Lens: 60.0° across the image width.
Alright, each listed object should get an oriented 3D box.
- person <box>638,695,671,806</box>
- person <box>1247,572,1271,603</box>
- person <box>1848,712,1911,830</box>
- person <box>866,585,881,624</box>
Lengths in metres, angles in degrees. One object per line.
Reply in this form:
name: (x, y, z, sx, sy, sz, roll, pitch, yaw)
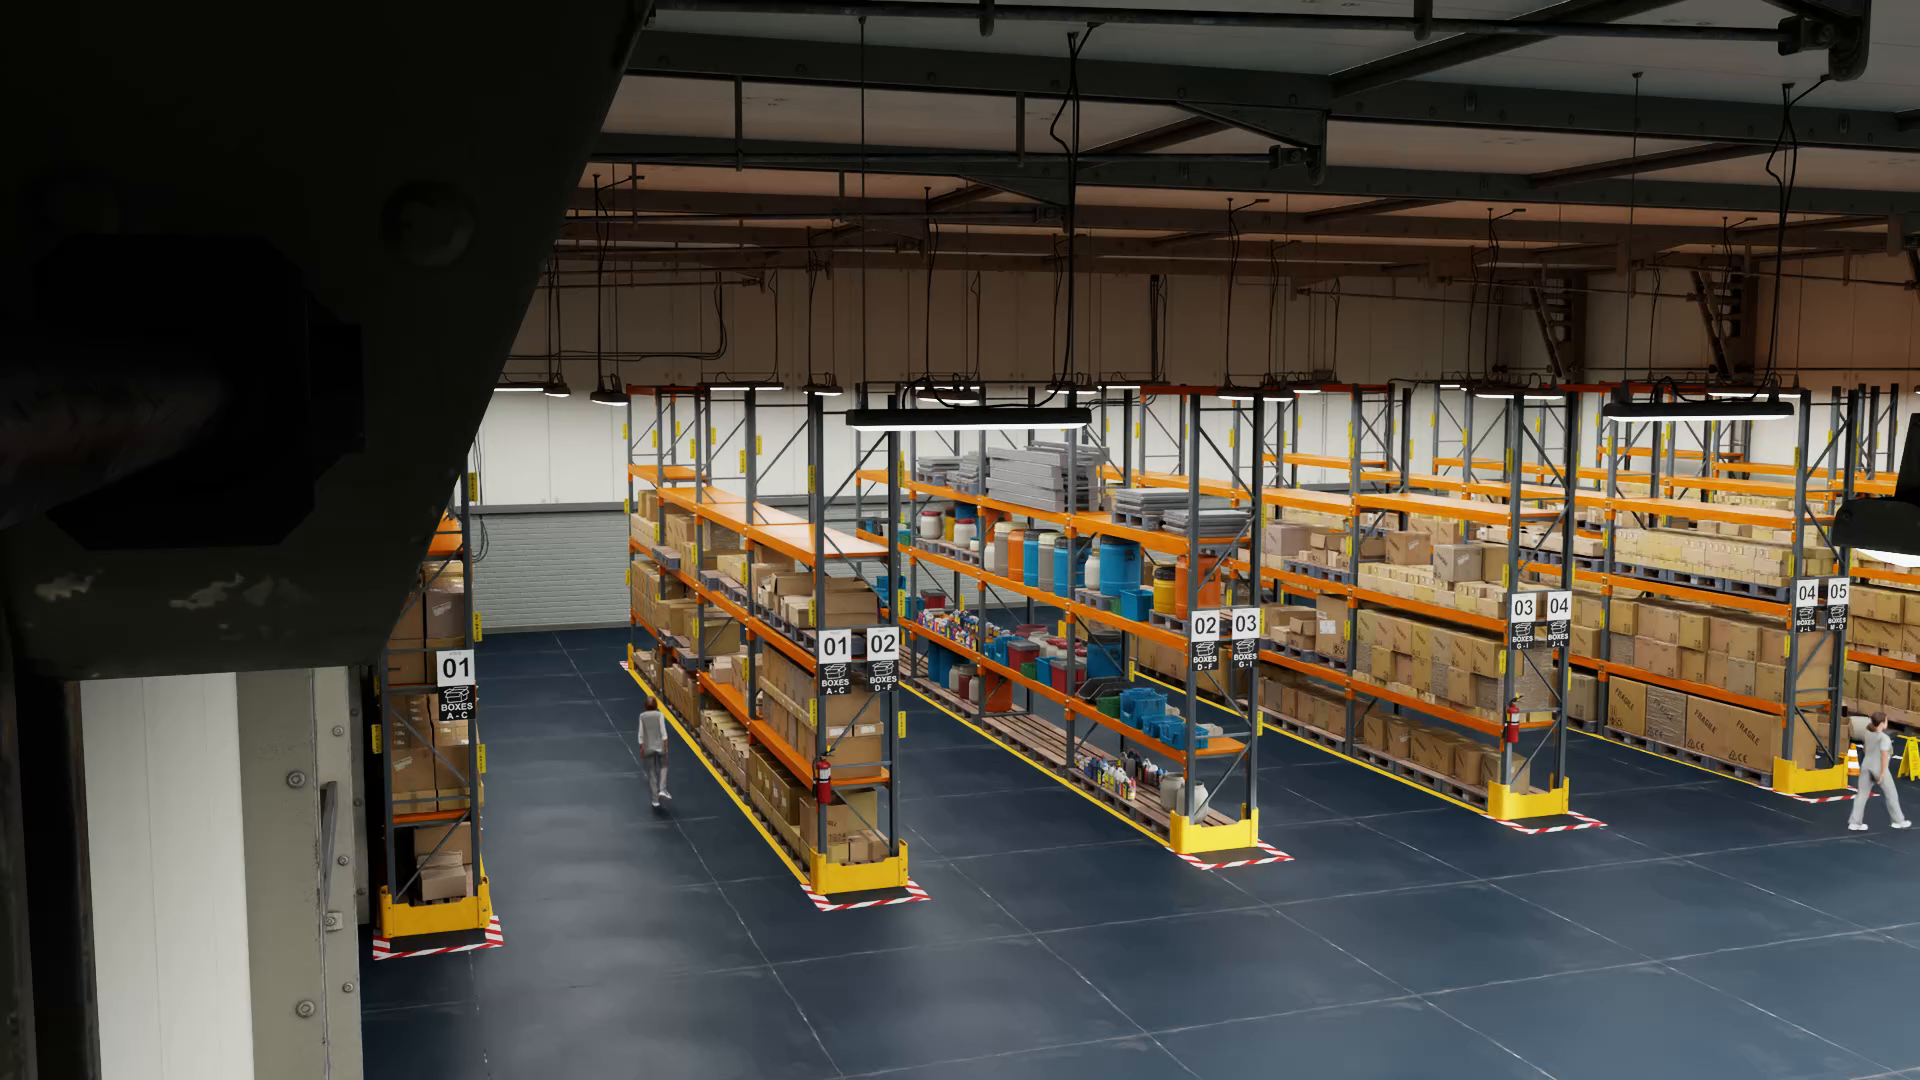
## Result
person: (-4.429, 3.046, 24.099, 0.456, 1.586, 0.441, -1, 6, -12)
person: (7.673, 1.060, 42.902, 0.964, 1.690, 0.539, -3, 7, -26)
person: (12.593, 3.151, 22.797, 0.962, 1.616, 0.450, -3, 7, -27)
person: (-1.939, 1.716, 34.636, 0.596, 1.557, 1.092, 0, 6, 0)
